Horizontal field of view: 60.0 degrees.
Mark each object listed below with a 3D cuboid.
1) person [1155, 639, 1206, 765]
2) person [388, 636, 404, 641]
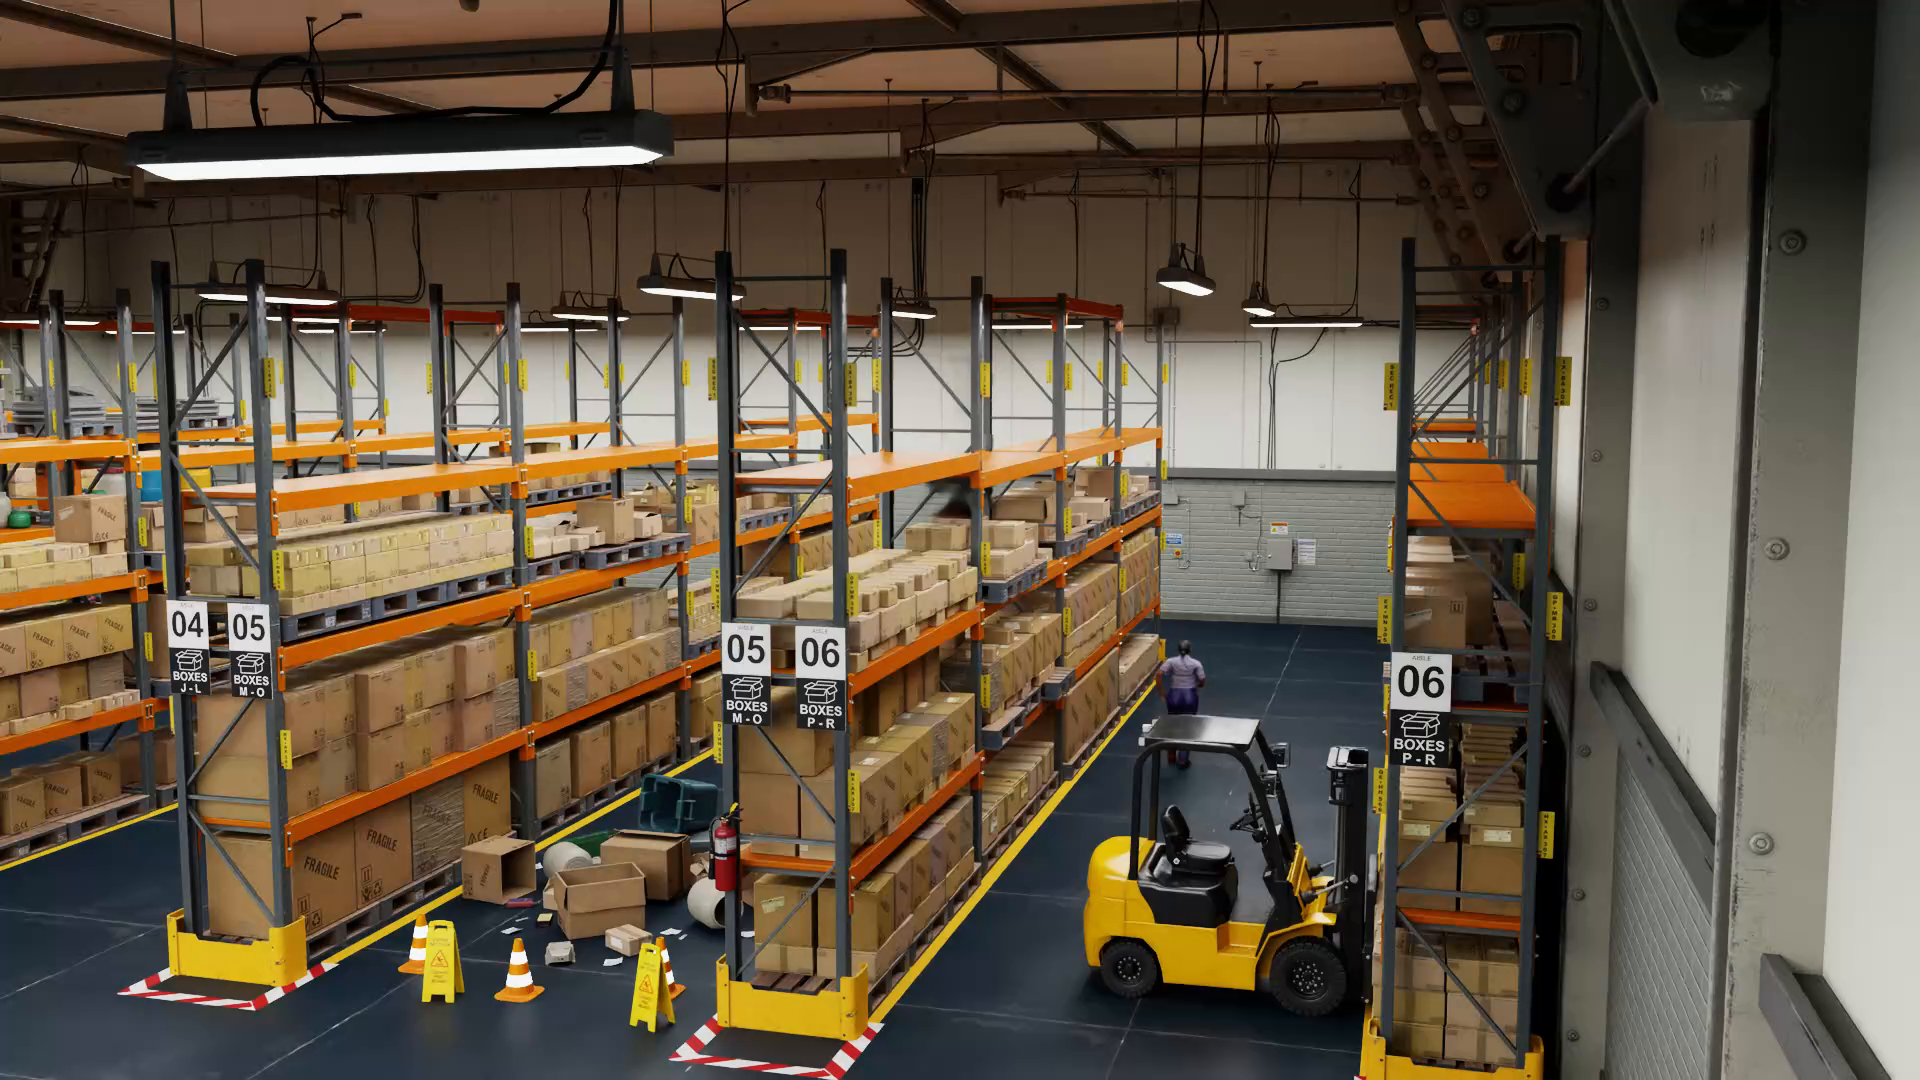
[{"bbox_3d":[2.864,2.093,21.508,0.626,1.644,0.637,2,6,16],"label":"person"},{"bbox_3d":[-7.287,2.012,21.522,0.750,1.730,0.861,1,6,14],"label":"person"}]
